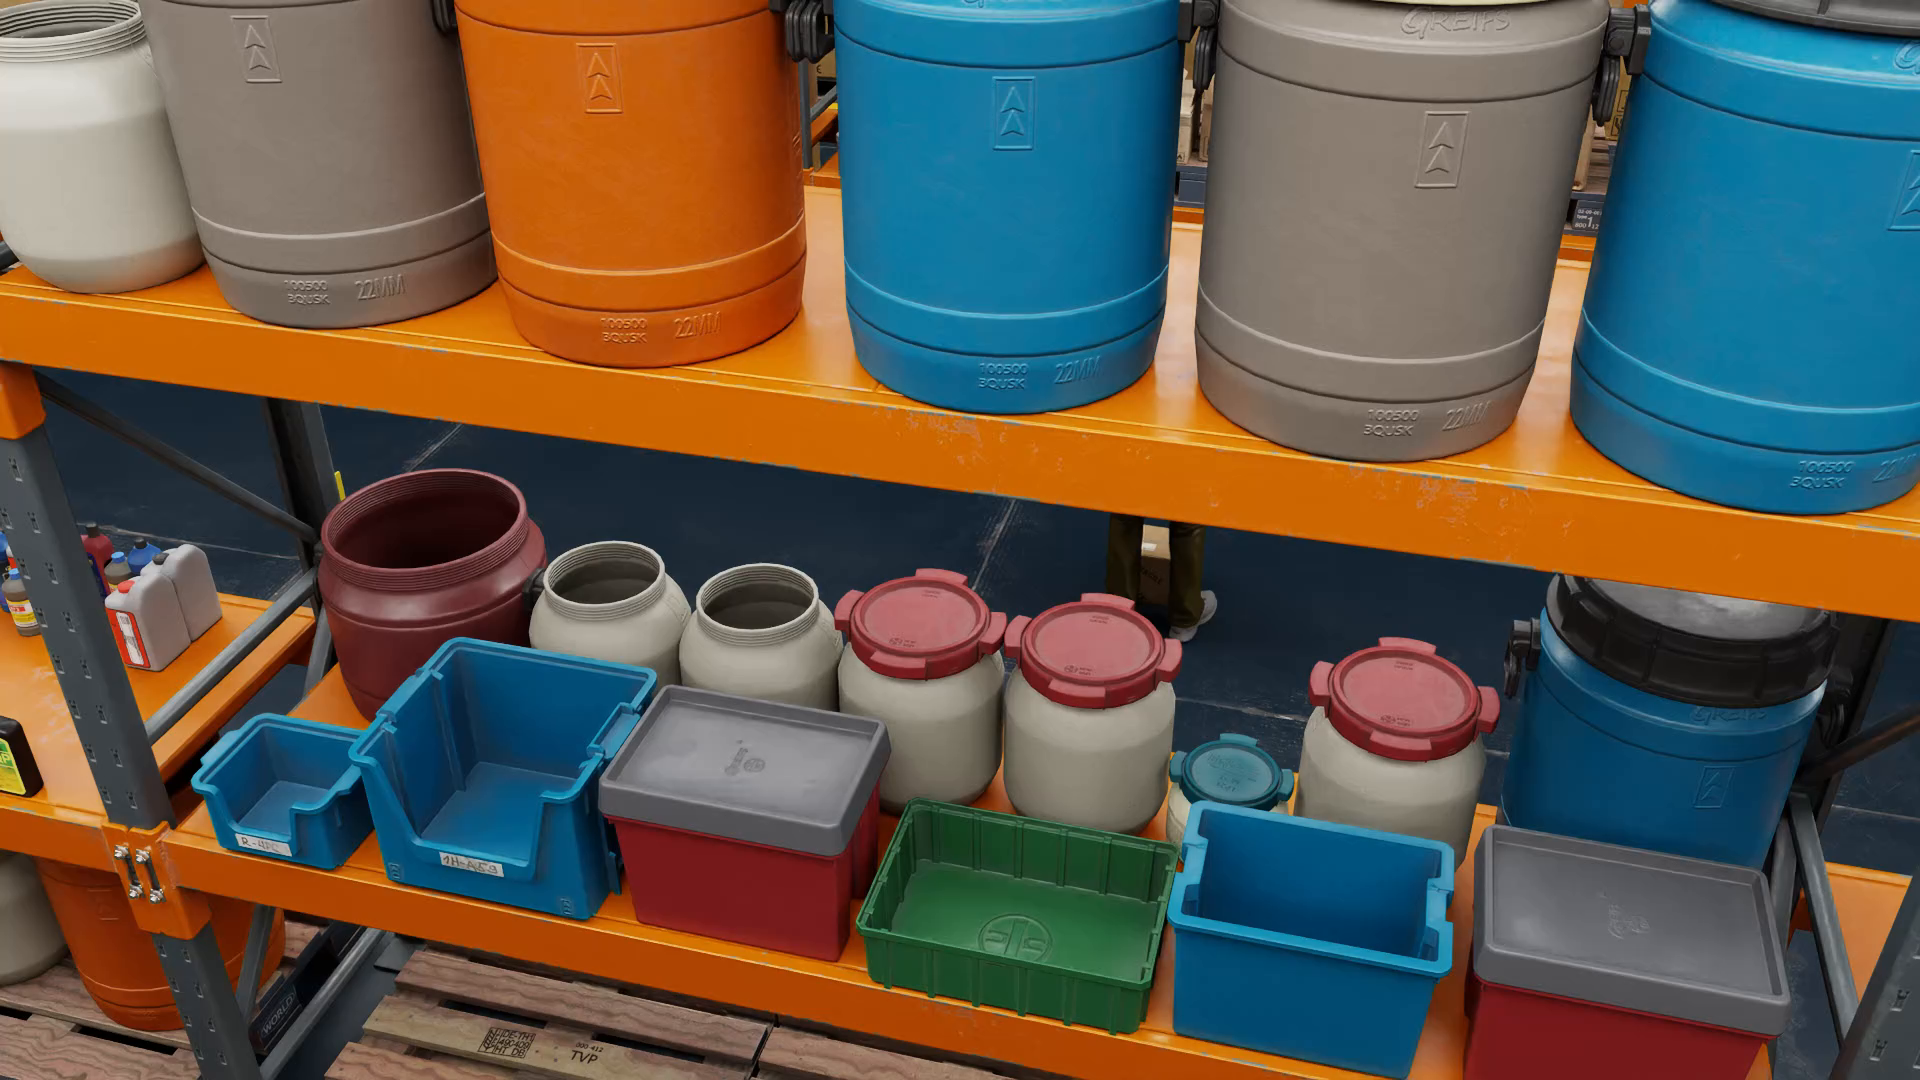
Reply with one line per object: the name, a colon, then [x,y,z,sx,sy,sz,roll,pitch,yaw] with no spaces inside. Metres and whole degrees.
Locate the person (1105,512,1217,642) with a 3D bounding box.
person: [0.800,-0.403,6.788,0.652,1.773,0.427,6,33,9]
